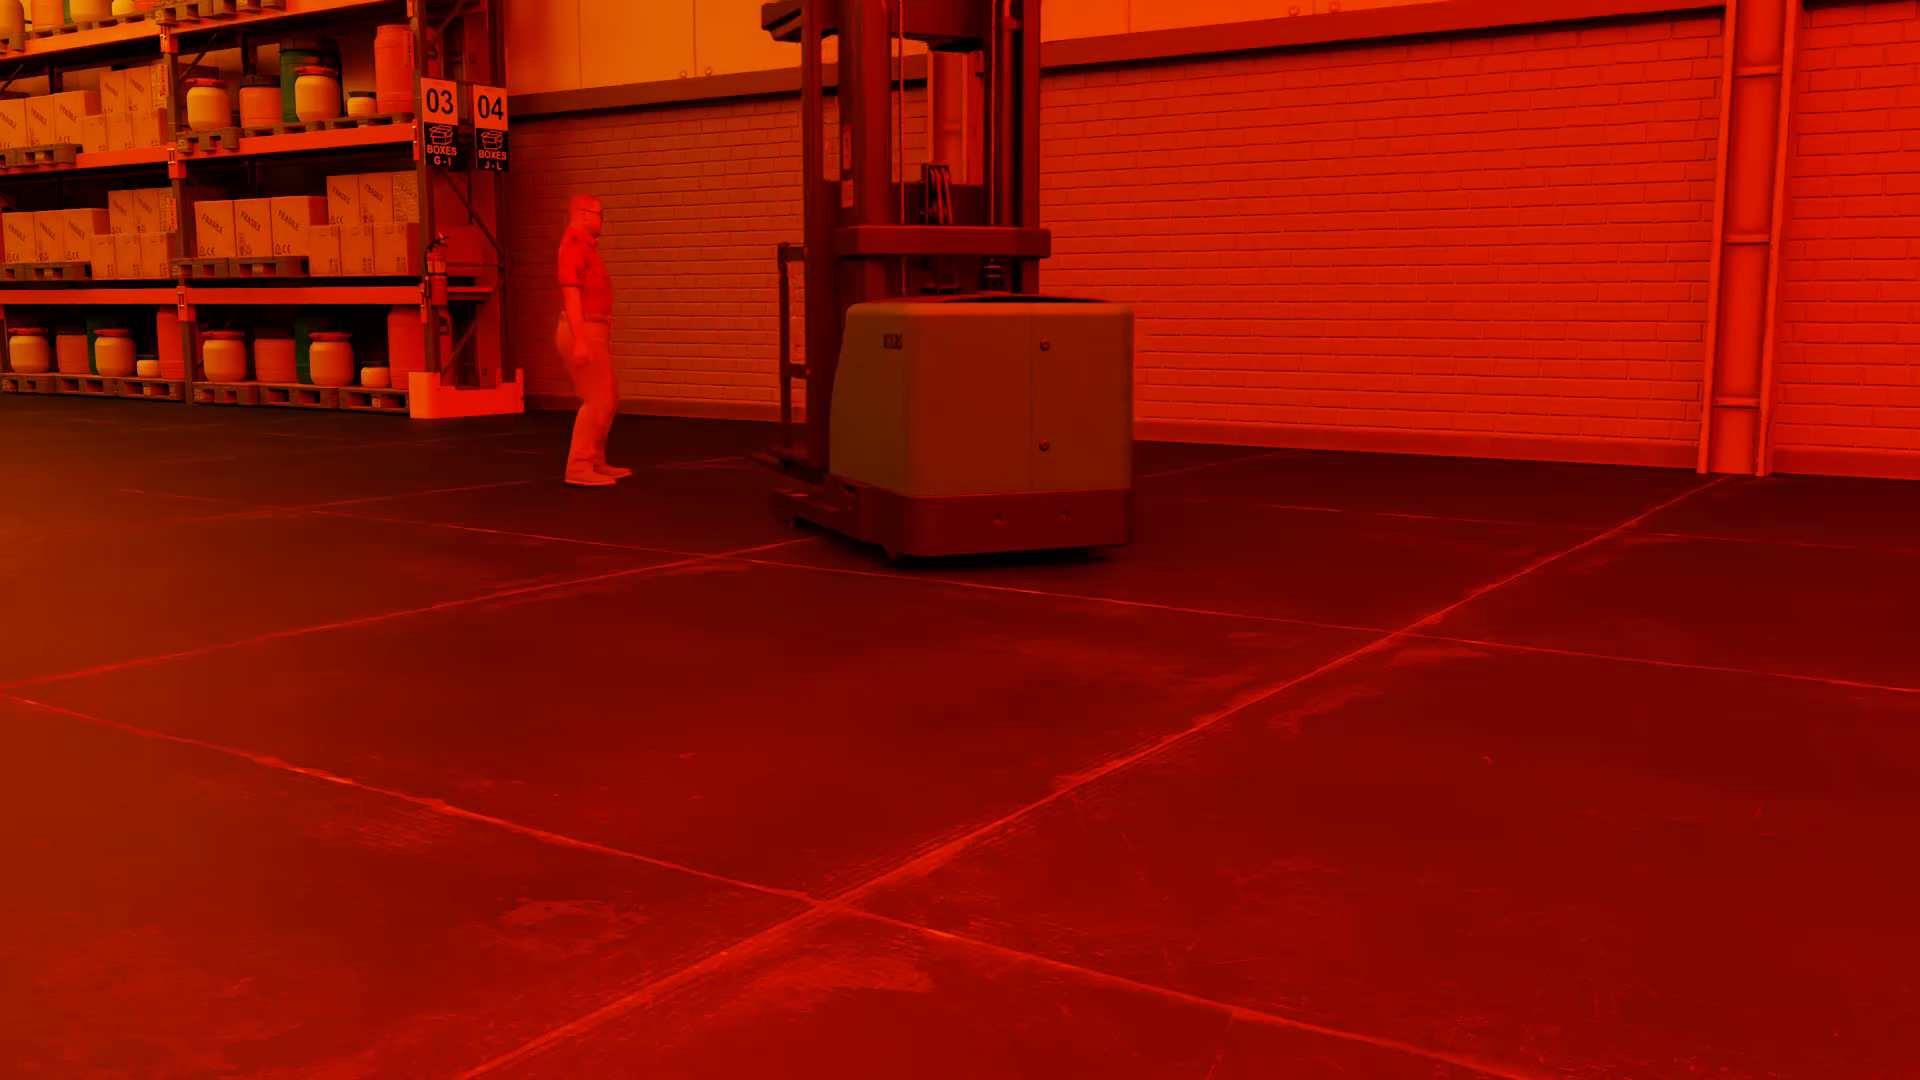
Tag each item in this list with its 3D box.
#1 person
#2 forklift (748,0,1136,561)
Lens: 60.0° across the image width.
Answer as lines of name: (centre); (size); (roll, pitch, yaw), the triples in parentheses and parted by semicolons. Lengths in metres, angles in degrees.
person: (-2.192, -1.192, 9.919); (0.429, 1.709, 0.726); (-2, 8, -13)
forklift: (-0.297, -1.534, 7.983); (1.130, 2.935, 3.031); (-3, 9, -23)
